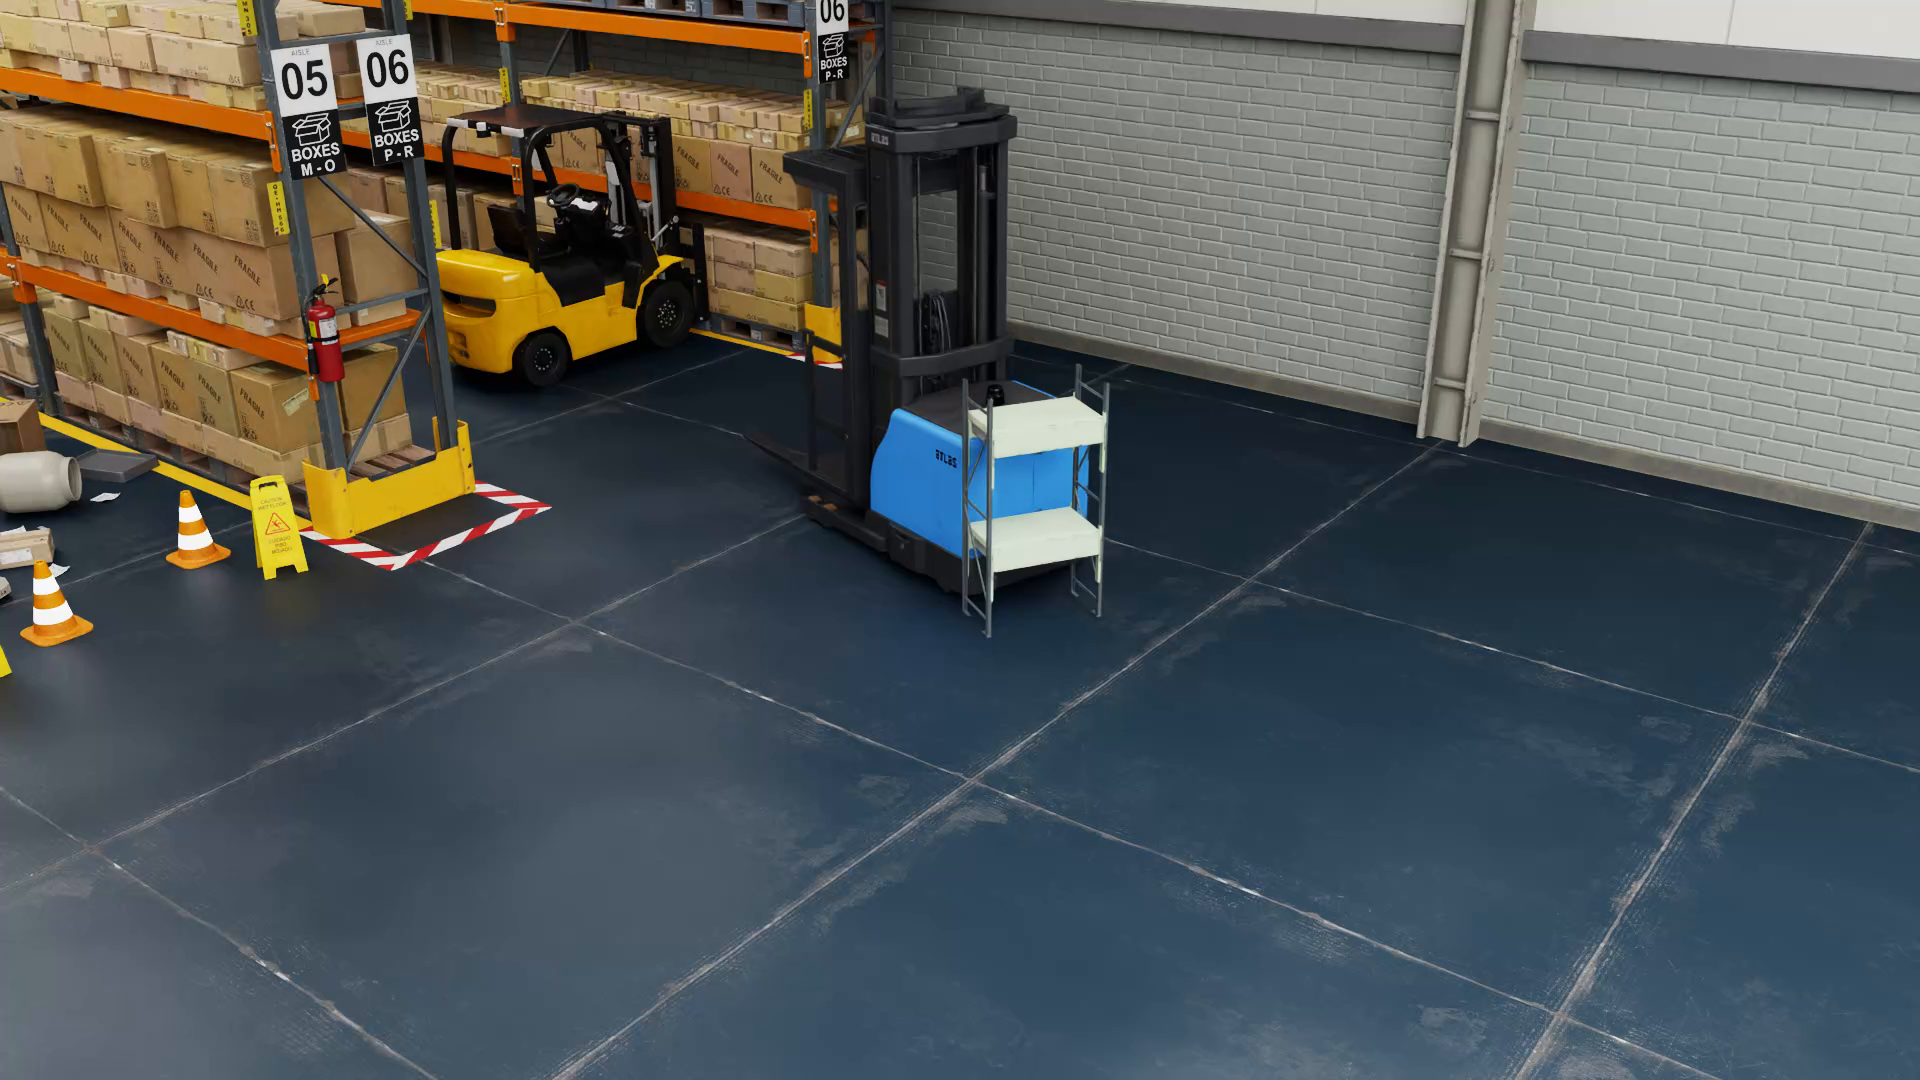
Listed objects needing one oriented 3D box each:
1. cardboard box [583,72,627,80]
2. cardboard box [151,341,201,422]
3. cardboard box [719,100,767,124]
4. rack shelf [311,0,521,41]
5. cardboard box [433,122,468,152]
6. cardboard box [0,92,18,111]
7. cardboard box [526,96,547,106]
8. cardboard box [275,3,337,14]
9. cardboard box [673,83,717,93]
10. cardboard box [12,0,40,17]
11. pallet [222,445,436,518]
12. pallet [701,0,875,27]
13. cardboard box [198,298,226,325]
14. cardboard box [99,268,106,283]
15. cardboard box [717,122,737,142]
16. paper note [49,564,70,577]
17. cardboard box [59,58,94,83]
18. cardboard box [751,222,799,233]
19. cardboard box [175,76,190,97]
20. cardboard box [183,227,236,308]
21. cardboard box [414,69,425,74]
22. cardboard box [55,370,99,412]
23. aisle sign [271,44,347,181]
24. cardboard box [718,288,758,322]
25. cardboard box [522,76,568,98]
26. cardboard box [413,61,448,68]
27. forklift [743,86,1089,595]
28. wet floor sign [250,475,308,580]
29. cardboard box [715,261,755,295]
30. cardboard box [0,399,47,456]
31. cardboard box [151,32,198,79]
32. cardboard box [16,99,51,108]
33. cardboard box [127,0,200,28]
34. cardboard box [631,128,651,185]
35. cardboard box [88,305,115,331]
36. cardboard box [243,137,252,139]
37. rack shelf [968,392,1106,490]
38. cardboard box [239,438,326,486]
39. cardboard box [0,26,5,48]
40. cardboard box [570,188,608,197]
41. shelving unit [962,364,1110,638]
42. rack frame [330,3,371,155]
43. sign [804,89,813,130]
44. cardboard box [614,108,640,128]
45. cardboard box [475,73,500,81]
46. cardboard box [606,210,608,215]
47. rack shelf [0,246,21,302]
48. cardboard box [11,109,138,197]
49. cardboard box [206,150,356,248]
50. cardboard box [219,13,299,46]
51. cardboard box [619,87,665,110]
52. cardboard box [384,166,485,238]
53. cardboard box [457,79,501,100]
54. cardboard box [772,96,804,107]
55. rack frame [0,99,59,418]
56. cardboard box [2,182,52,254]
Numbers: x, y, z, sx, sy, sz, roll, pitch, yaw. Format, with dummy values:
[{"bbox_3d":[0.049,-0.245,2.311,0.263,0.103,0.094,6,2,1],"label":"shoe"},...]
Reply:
[{"bbox_3d":[-3.532,-4.570,16.604,0.250,0.149,0.380,16,28,32],"label":"cardboard box"},{"bbox_3d":[-5.535,-1.211,12.239,0.500,0.500,0.500,16,28,32],"label":"cardboard box"},{"bbox_3d":[-1.953,-3.863,15.001,0.250,0.149,0.380,17,29,34],"label":"cardboard box"},{"bbox_3d":[-5.745,-5.672,17.575,4.000,0.370,1.077,17,29,33],"label":"rack shelf"},{"bbox_3d":[-5.111,-4.234,17.325,0.500,0.250,0.500,17,29,33],"label":"cardboard box"},{"bbox_3d":[-8.214,-3.671,14.043,0.250,0.149,0.380,19,30,36],"label":"cardboard box"},{"bbox_3d":[-4.048,-4.326,16.419,0.250,0.149,0.380,16,29,32],"label":"cardboard box"},{"bbox_3d":[-4.291,-3.406,10.862,0.250,0.149,0.380,17,29,33],"label":"cardboard box"},{"bbox_3d":[-2.519,-4.253,15.884,0.250,0.149,0.380,18,29,35],"label":"cardboard box"},{"bbox_3d":[-6.437,-3.791,11.737,0.250,0.149,0.380,17,29,33],"label":"cardboard box"},{"bbox_3d":[-4.608,-0.526,12.181,1.213,0.211,1.003,17,29,33],"label":"pallet"},{"bbox_3d":[-1.494,-4.689,14.562,1.213,0.211,1.003,17,29,33],"label":"pallet"},{"bbox_3d":[-5.031,-1.629,11.538,0.250,0.149,0.380,17,29,34],"label":"cardboard box"},{"bbox_3d":[-6.186,-2.024,12.435,0.250,0.149,0.380,17,29,33],"label":"cardboard box"},{"bbox_3d":[-1.974,-3.712,15.026,0.250,0.149,0.380,17,29,33],"label":"cardboard box"},{"bbox_3d":[-5.868,0.197,10.765,0.142,0.019,0.148,7,25,15],"label":"paper note"},{"bbox_3d":[-6.038,-3.306,11.624,0.250,0.149,0.380,16,28,32],"label":"cardboard box"},{"bbox_3d":[-1.617,-2.866,15.684,0.500,0.250,0.500,17,29,33],"label":"cardboard box"},{"bbox_3d":[-4.945,-3.037,11.013,0.250,0.149,0.380,17,29,34],"label":"cardboard box"},{"bbox_3d":[-4.916,-1.922,11.399,0.500,0.500,0.500,17,29,33],"label":"cardboard box"},{"bbox_3d":[-5.962,-4.942,17.819,0.250,0.149,0.380,17,29,33],"label":"cardboard box"},{"bbox_3d":[-6.809,-1.247,13.249,0.500,0.250,0.500,15,28,31],"label":"cardboard box"},{"bbox_3d":[-4.043,-2.656,10.335,0.004,0.787,0.394,17,29,33],"label":"aisle sign"},{"bbox_3d":[-1.902,-2.247,15.518,0.500,0.250,0.500,17,29,33],"label":"cardboard box"},{"bbox_3d":[-4.068,-4.451,16.334,0.250,0.149,0.380,18,29,34],"label":"cardboard box"},{"bbox_3d":[-5.867,-5.173,18.343,0.250,0.149,0.380,16,29,32],"label":"cardboard box"},{"bbox_3d":[-0.455,-1.531,11.090,1.130,2.935,3.031,-17,29,-34],"label":"forklift"},{"bbox_3d":[-4.408,-0.107,10.692,0.267,0.644,0.232,-15,28,-30],"label":"wet floor sign"},{"bbox_3d":[-1.916,-2.482,15.432,0.500,0.250,0.500,16,29,33],"label":"cardboard box"},{"bbox_3d":[-7.078,-0.702,12.220,0.500,0.500,0.500,-5,24,-12],"label":"cardboard box"},{"bbox_3d":[-4.883,-3.179,10.841,0.500,0.250,0.500,16,29,33],"label":"cardboard box"},{"bbox_3d":[-13.315,-5.918,23.537,0.637,0.503,0.797,16,28,31],"label":"cardboard box"},{"bbox_3d":[-5.322,-3.526,11.135,0.250,0.149,0.380,16,28,32],"label":"cardboard box"},{"bbox_3d":[-2.724,-3.628,15.640,0.500,0.500,0.500,17,29,34],"label":"cardboard box"},{"bbox_3d":[-6.332,-1.713,12.574,0.250,0.149,0.380,18,30,35],"label":"cardboard box"},{"bbox_3d":[-8.698,-4.768,20.125,0.250,0.149,0.380,16,29,33],"label":"cardboard box"},{"bbox_3d":[0.438,-0.590,9.760,0.720,0.370,0.431,-9,25,-20],"label":"rack shelf"},{"bbox_3d":[-4.746,-0.624,11.835,0.500,0.250,0.500,17,29,33],"label":"cardboard box"},{"bbox_3d":[-6.931,-3.788,12.224,0.500,0.250,0.500,16,28,32],"label":"cardboard box"},{"bbox_3d":[-3.635,-3.480,17.077,0.500,0.250,0.500,17,29,34],"label":"cardboard box"},{"bbox_3d":[0.438,-0.232,9.917,0.755,1.500,0.431,-9,25,-20],"label":"shelving unit"},{"bbox_3d":[-7.346,-5.112,19.133,0.127,3.000,1.000,17,29,33],"label":"rack frame"},{"bbox_3d":[-1.281,-3.644,14.071,0.005,0.325,0.100,17,29,33],"label":"sign"},{"bbox_3d":[-3.041,-4.007,15.695,0.250,0.149,0.380,16,28,32],"label":"cardboard box"},{"bbox_3d":[-4.897,-4.839,17.585,0.250,0.149,0.380,16,29,33],"label":"cardboard box"},{"bbox_3d":[-3.138,-3.075,16.158,0.500,0.250,0.500,18,29,35],"label":"cardboard box"},{"bbox_3d":[-8.719,-2.697,14.543,4.000,0.370,1.077,17,29,33],"label":"rack shelf"},{"bbox_3d":[-6.501,-2.875,12.322,0.500,0.500,0.700,17,29,34],"label":"cardboard box"},{"bbox_3d":[-4.458,-2.268,10.944,0.500,0.500,0.700,16,28,32],"label":"cardboard box"},{"bbox_3d":[-4.366,-3.185,10.360,0.250,0.149,0.380,17,29,34],"label":"cardboard box"},{"bbox_3d":[-2.989,-4.165,15.685,0.250,0.149,0.380,17,29,33],"label":"cardboard box"},{"bbox_3d":[-5.788,-3.744,18.452,0.625,0.625,0.875,15,28,31],"label":"cardboard box"},{"bbox_3d":[-4.933,-4.631,17.113,0.250,0.149,0.380,17,29,33],"label":"cardboard box"},{"bbox_3d":[-1.494,-3.940,15.175,0.250,0.149,0.380,17,29,34],"label":"cardboard box"},{"bbox_3d":[-7.119,-2.543,13.301,0.127,3.000,1.000,17,29,33],"label":"rack frame"},{"bbox_3d":[-6.934,-2.528,12.775,0.500,0.500,0.500,17,29,33],"label":"cardboard box"}]
